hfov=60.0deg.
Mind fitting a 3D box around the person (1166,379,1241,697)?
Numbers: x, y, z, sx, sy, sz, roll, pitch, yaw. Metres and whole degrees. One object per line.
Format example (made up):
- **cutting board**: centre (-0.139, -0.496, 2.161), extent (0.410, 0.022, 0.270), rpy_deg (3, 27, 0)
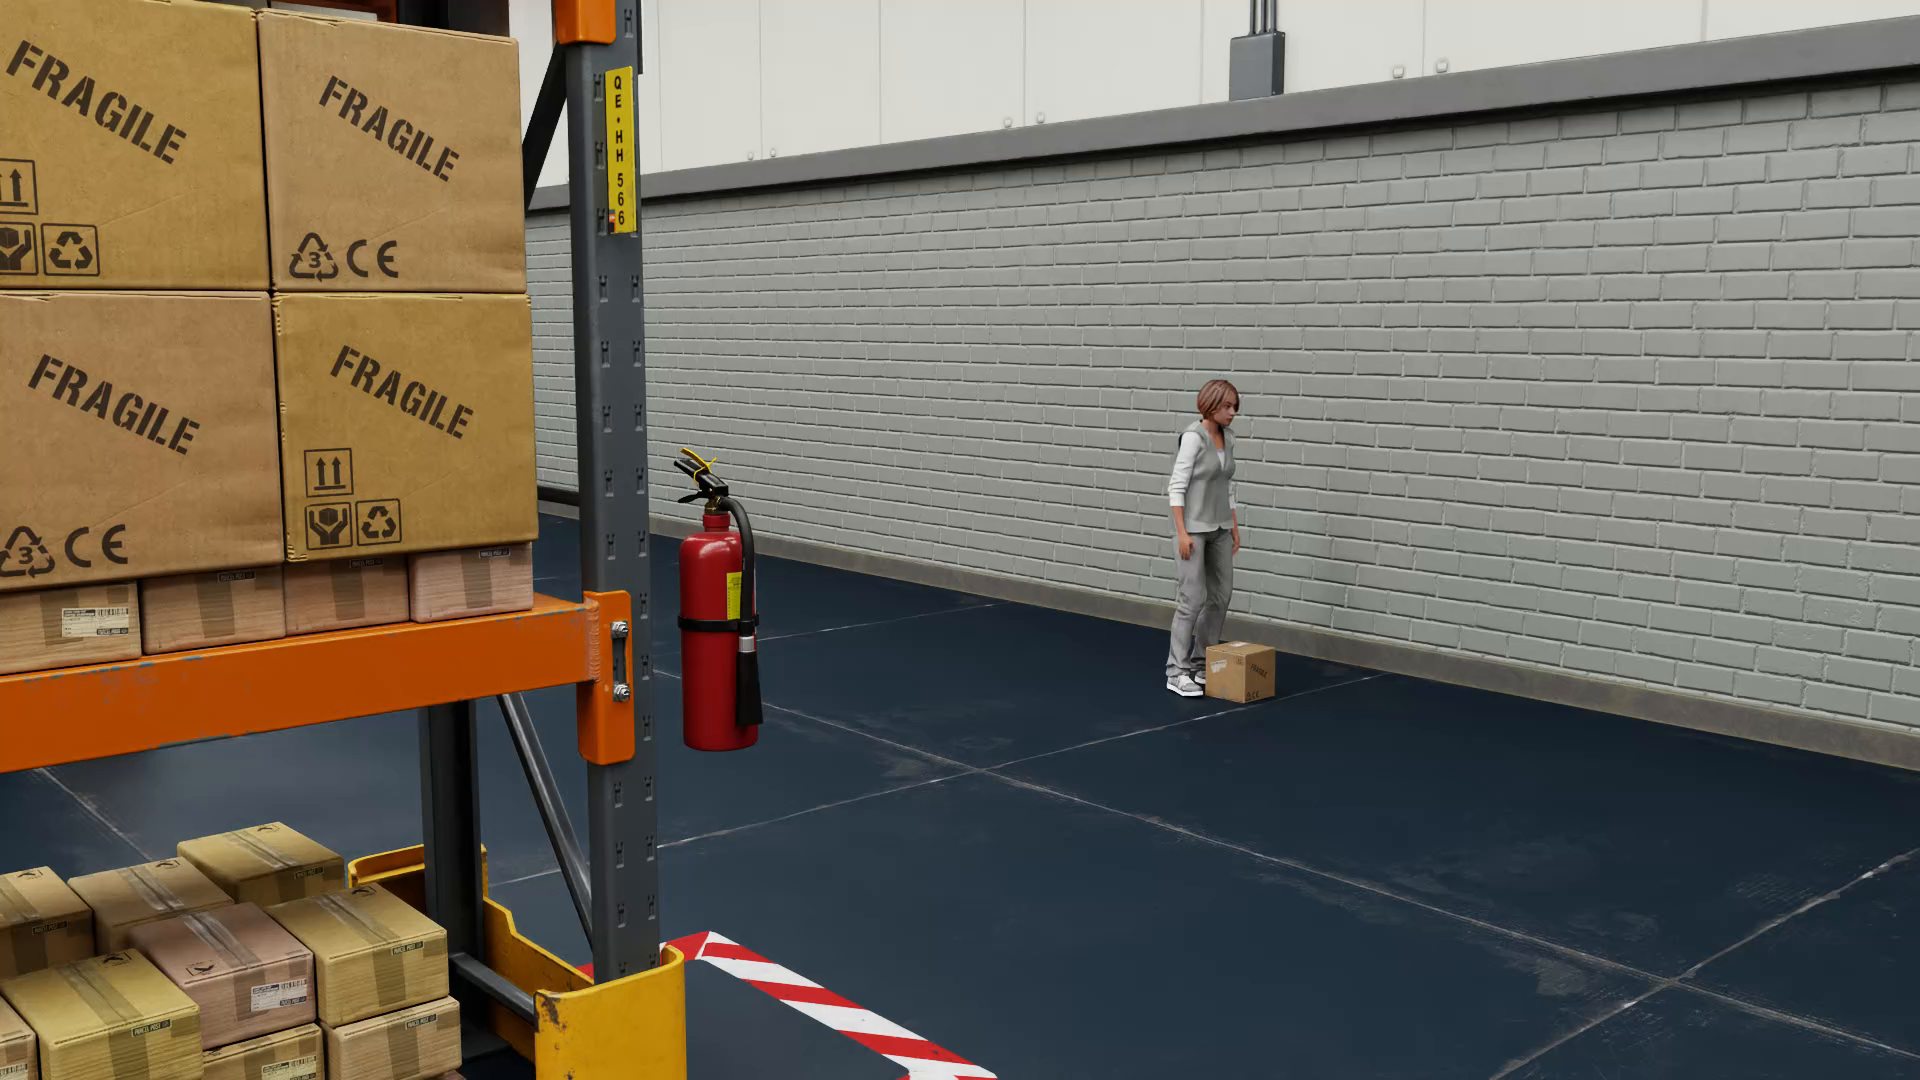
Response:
- **person**: centre (1.250, -0.022, 8.499), extent (0.463, 1.593, 0.345), rpy_deg (-7, 10, -41)
